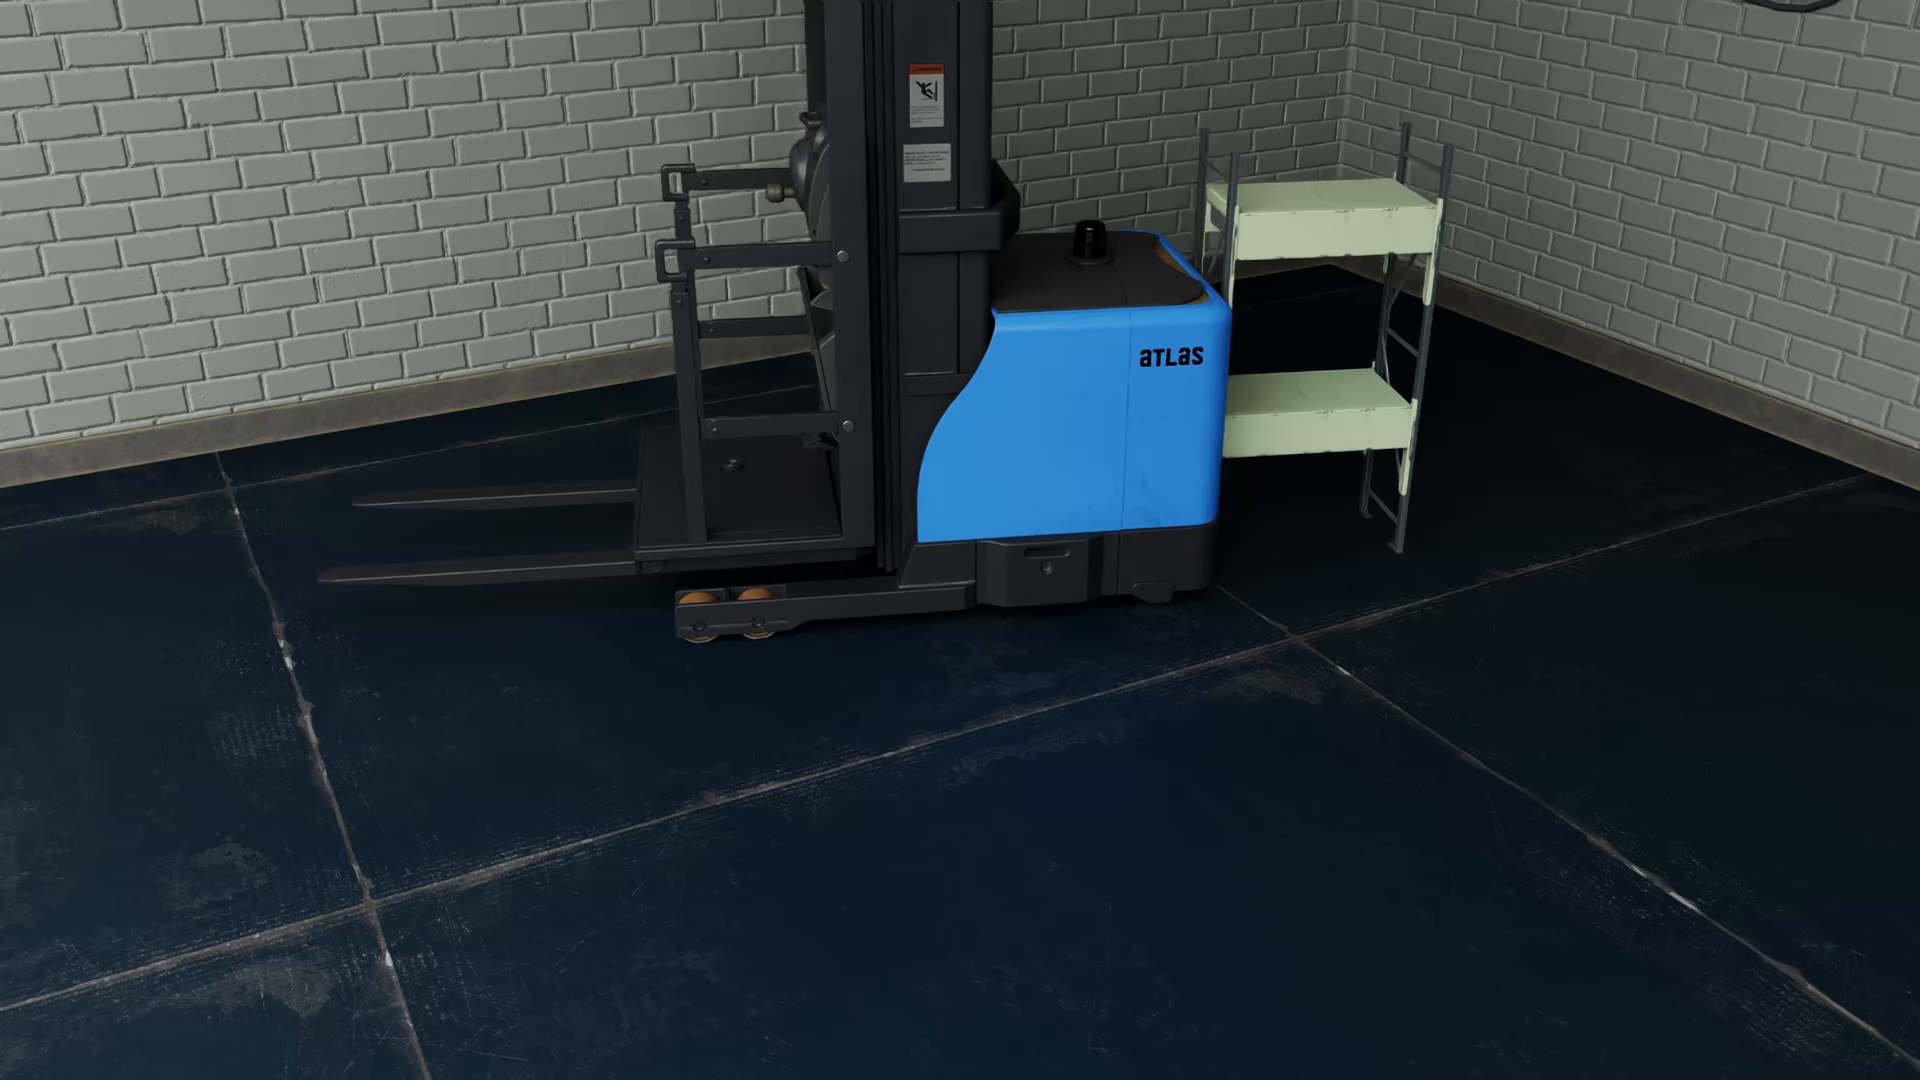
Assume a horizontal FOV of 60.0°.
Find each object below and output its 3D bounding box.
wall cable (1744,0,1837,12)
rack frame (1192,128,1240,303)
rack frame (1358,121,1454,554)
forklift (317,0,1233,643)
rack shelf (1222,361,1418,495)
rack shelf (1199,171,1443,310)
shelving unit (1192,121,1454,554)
[{"bbox_3d":[2.782,-3.690,7.127,0.112,2.526,3.097,-13,29,-25],"label":"wall cable"},{"bbox_3d":[0.872,-0.667,5.906,0.023,1.500,0.400,-4,26,-7],"label":"rack frame"},{"bbox_3d":[1.597,-0.712,6.000,0.023,1.500,0.400,-4,26,-7],"label":"rack frame"},{"bbox_3d":[-0.660,-1.223,5.410,3.031,2.935,1.130,-4,26,-7],"label":"forklift"},{"bbox_3d":[1.234,-0.395,6.094,0.720,0.370,0.431,-4,26,-7],"label":"rack shelf"},{"bbox_3d":[1.234,-1.041,5.784,0.720,0.370,0.431,-4,26,-7],"label":"rack shelf"},{"bbox_3d":[1.234,-0.689,5.953,0.755,1.500,0.431,-4,26,-7],"label":"shelving unit"}]
